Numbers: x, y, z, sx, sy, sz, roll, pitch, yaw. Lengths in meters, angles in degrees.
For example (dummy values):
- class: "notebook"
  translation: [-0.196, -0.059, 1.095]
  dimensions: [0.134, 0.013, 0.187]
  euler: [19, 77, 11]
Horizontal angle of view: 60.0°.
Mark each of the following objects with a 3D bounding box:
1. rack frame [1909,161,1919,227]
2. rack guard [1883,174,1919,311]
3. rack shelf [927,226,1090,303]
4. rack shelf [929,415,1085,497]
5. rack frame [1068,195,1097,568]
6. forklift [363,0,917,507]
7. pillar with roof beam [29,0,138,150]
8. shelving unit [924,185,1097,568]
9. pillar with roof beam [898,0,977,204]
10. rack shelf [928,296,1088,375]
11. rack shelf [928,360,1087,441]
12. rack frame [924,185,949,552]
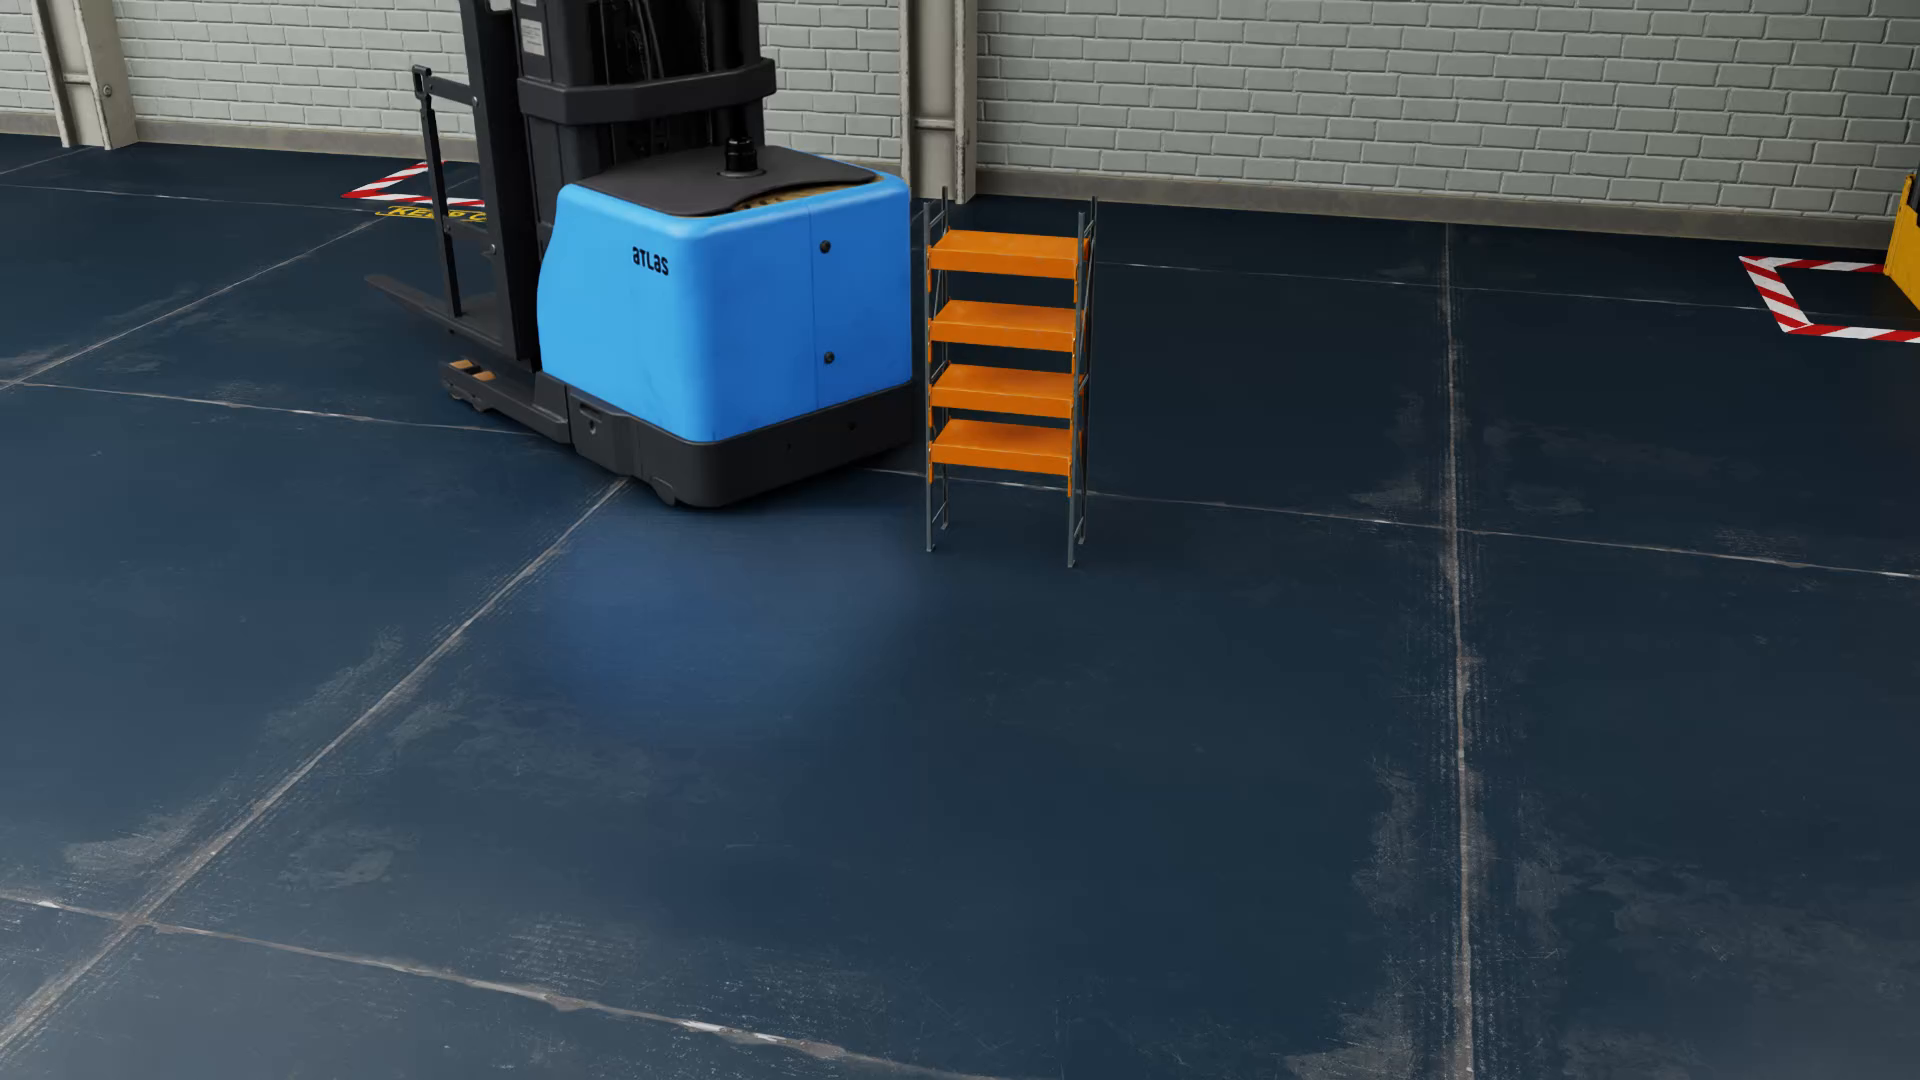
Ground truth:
- class: "rack frame"
  translation: [4.790, -2.528, 7.571]
  dimensions: [0.127, 3.000, 1.000]
  euler: [6, 26, 13]
- class: "rack guard"
  translation: [4.863, -1.392, 8.092]
  dimensions: [0.348, 0.500, 1.175]
  euler: [6, 26, 13]
- class: "rack shelf"
  translation: [0.160, -0.879, 5.286]
  dimensions: [0.480, 0.148, 0.258]
  euler: [6, 26, 13]
- class: "rack shelf"
  translation: [0.160, -0.284, 5.569]
  dimensions: [0.480, 0.148, 0.258]
  euler: [6, 26, 13]
- class: "rack frame"
  translation: [0.397, -0.498, 5.400]
  dimensions: [0.015, 1.200, 0.240]
  euler: [6, 26, 13]
- class: "forklift"
  translation: [-1.538, -1.983, 6.506]
  dimensions: [1.130, 2.935, 3.031]
  euler: [-22, 33, -38]
- class: "pillar with roof beam"
  translation: [-7.011, -5.015, 5.815]
  dimensions: [0.400, 9.000, 9.100]
  euler: [6, 26, 13]
- class: "shelving unit"
  translation: [0.160, -0.524, 5.455]
  dimensions: [0.503, 1.200, 0.258]
  euler: [6, 26, 13]
- class: "pillar with roof beam"
  translation: [-1.200, -4.372, 4.465]
  dimensions: [0.400, 9.000, 9.100]
  euler: [6, 26, 13]
- class: "rack shelf"
  translation: [0.160, -0.665, 5.388]
  dimensions: [0.480, 0.148, 0.258]
  euler: [6, 26, 13]
- class: "rack shelf"
  translation: [0.160, -0.463, 5.484]
  dimensions: [0.480, 0.148, 0.258]
  euler: [6, 26, 13]
- class: "rack frame"
  translation: [-0.076, -0.550, 5.510]
  dimensions: [0.015, 1.200, 0.240]
  euler: [6, 26, 13]
